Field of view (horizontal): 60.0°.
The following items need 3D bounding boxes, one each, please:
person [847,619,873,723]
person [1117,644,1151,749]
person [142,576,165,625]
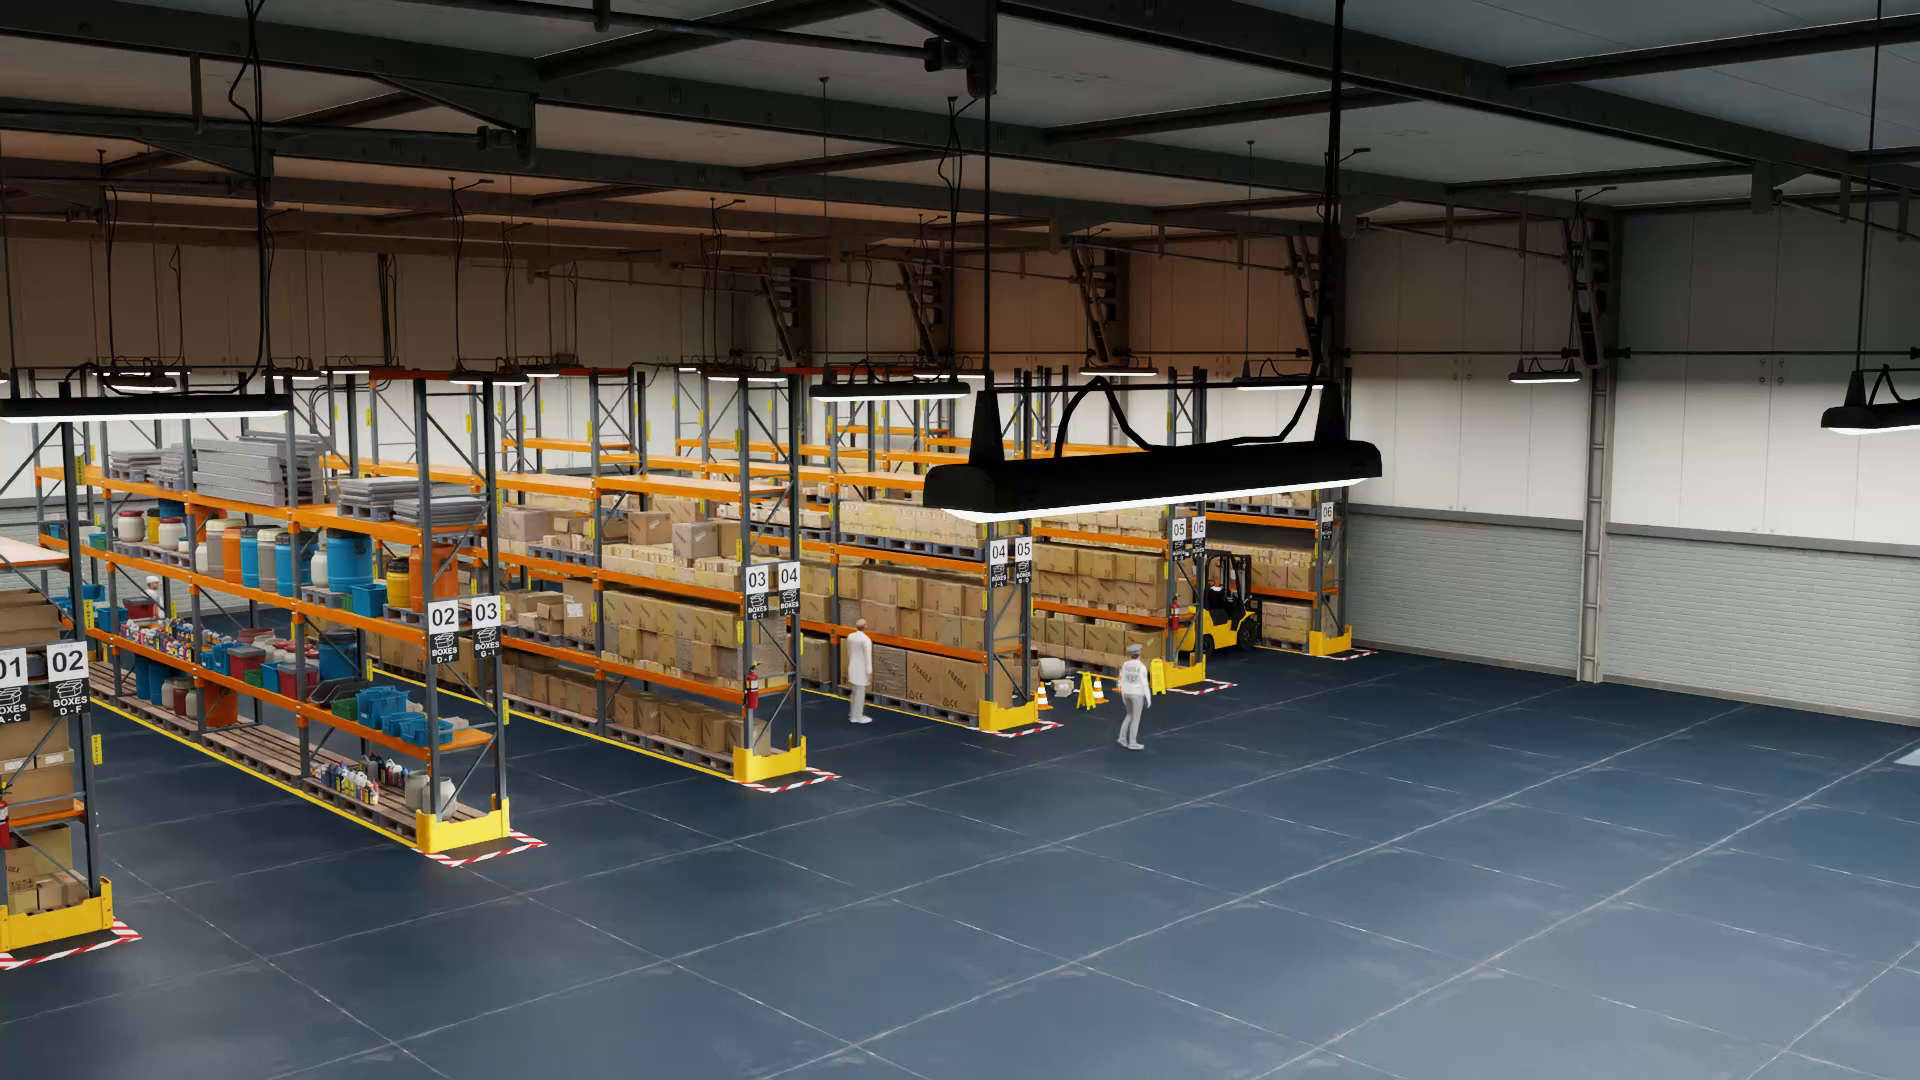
[{"bbox_3d":[-1.691,2.236,28.430,0.398,1.794,0.598,-4,8,-32],"label":"person"},{"bbox_3d":[2.811,2.522,26.584,0.334,1.693,0.563,-5,8,-38],"label":"person"},{"bbox_3d":[-16.404,1.616,33.809,0.487,1.782,0.606,1,6,5],"label":"person"}]
